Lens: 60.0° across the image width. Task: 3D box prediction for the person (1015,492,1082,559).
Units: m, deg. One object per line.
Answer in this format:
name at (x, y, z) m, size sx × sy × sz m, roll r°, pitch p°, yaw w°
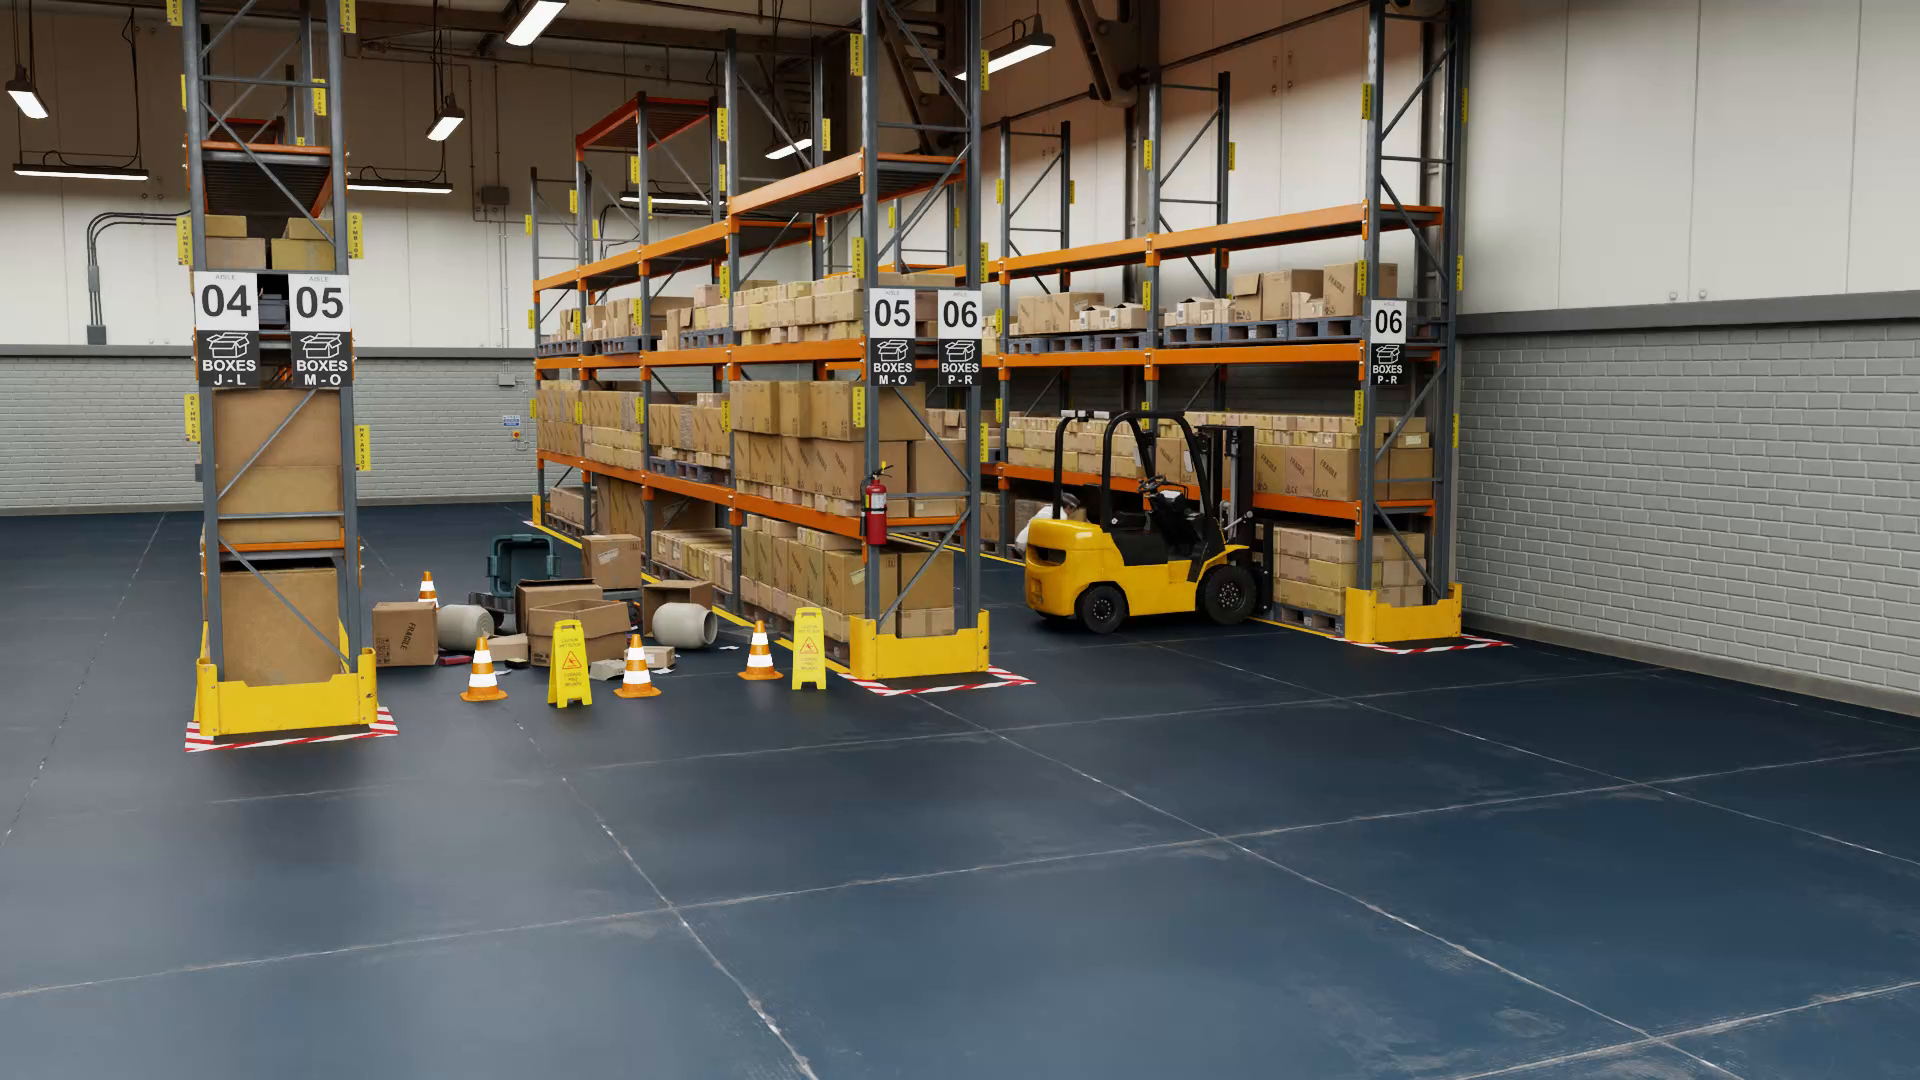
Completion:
person at (0.980, 0.094, 18.303) m, size 0.776 × 1.235 × 0.529 m, roll -2°, pitch 6°, yaw -24°
